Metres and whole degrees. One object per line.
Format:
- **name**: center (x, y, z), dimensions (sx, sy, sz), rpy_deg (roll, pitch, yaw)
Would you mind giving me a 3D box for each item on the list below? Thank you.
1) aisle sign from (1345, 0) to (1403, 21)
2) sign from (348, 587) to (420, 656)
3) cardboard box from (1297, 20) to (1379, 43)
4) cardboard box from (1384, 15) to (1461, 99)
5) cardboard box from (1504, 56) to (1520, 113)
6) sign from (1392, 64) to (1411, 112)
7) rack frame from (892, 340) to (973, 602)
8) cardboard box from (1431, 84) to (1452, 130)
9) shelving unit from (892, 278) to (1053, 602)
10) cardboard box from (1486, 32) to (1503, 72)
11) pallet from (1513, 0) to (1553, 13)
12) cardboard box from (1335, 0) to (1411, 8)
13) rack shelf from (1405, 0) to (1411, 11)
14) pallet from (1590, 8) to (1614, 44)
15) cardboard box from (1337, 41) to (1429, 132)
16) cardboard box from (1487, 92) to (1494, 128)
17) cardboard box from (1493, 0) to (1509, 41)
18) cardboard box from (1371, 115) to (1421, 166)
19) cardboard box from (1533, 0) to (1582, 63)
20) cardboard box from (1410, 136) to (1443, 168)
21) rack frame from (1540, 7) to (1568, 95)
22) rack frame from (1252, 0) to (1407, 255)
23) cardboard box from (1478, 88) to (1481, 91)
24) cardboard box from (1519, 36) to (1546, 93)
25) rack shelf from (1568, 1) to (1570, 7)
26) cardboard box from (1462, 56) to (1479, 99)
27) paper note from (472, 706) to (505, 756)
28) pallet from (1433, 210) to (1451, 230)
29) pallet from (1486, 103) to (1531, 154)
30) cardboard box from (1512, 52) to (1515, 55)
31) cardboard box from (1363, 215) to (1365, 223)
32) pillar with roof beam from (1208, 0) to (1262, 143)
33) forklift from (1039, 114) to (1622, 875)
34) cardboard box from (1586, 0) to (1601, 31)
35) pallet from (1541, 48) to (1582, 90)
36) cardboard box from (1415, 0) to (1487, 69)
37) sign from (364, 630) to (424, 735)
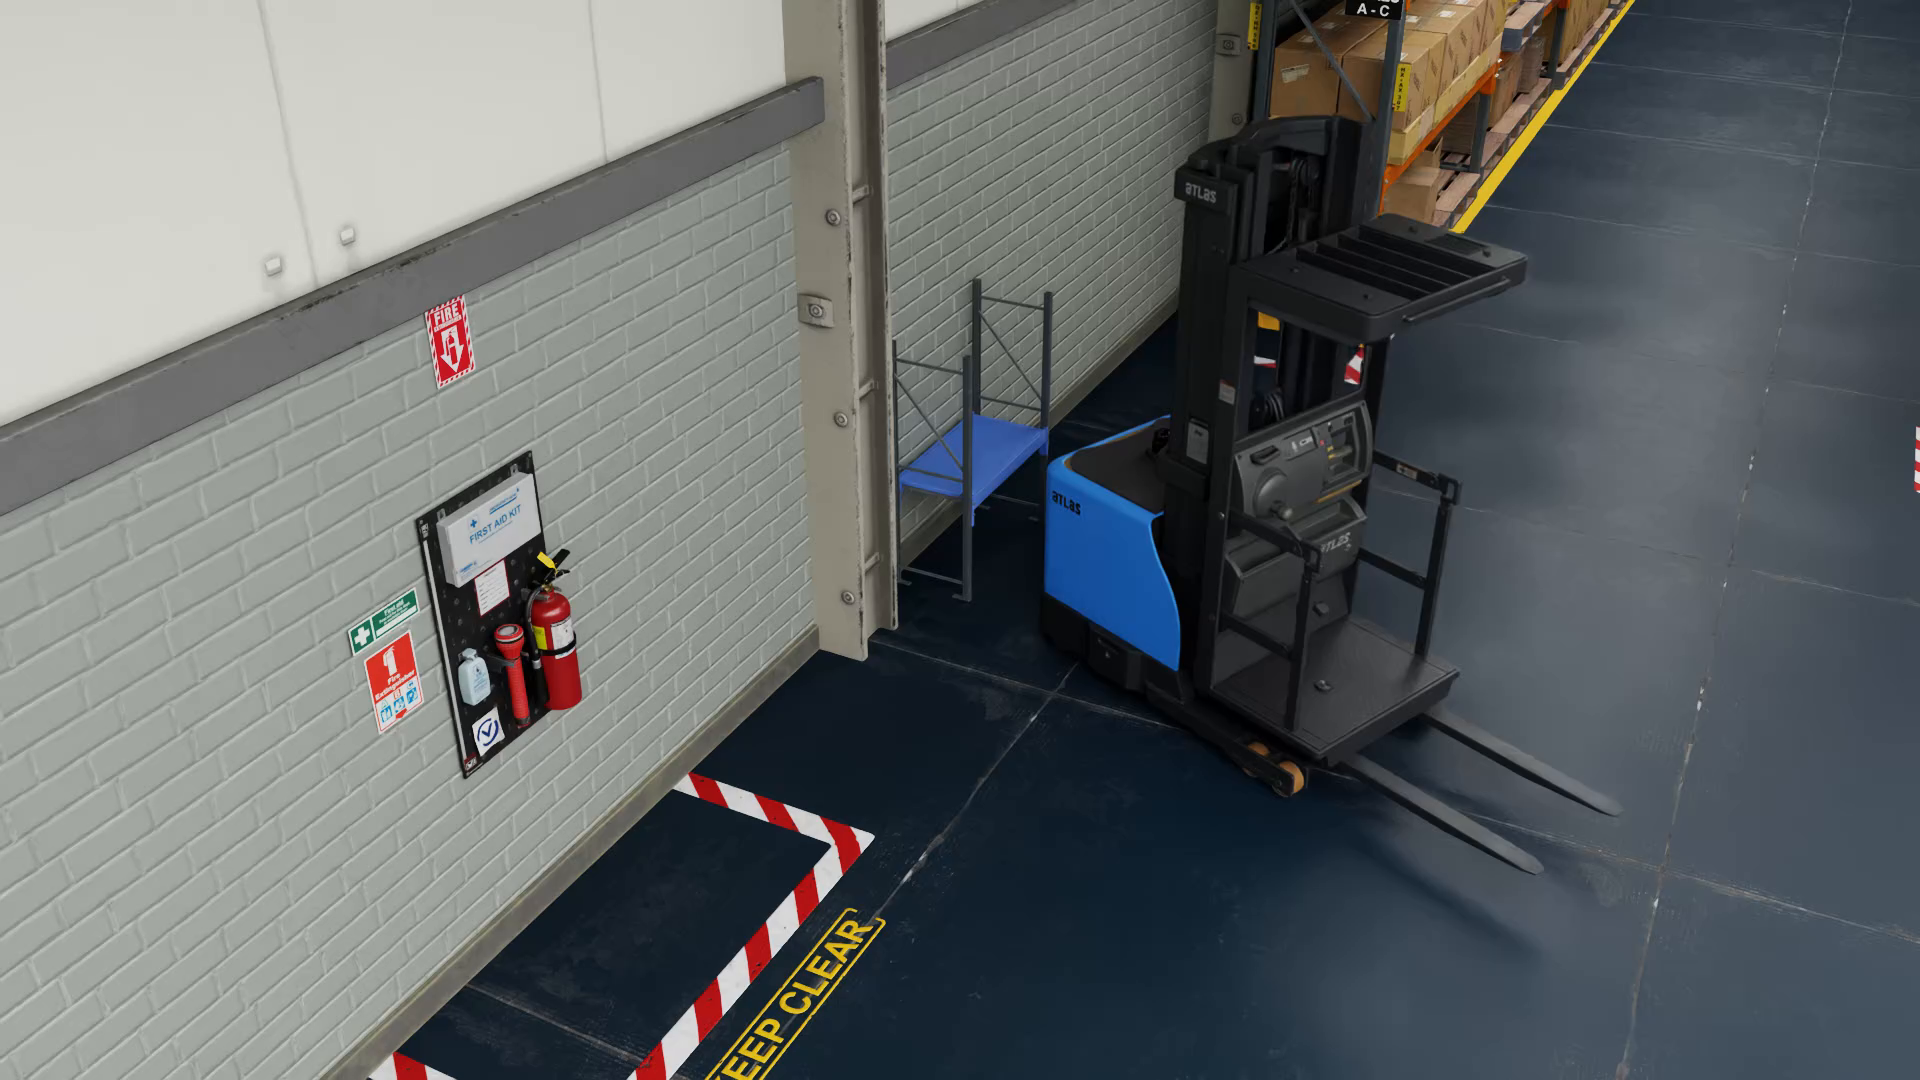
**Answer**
- **aisle sign**: center (2.853, -3.954, 11.303), dimensions (0.394, 0.787, 0.004), rpy_deg (14, 33, 23)
- **sign**: center (-2.059, 0.290, 5.955), dimensions (0.001, 0.109, 0.331), rpy_deg (14, 33, 23)
- **cardboard box**: center (2.882, -3.673, 12.802), dimensions (0.500, 0.500, 0.500), rpy_deg (15, 33, 24)
- **cardboard box**: center (3.578, -3.783, 12.994), dimensions (0.500, 0.500, 0.500), rpy_deg (13, 32, 22)
- **cardboard box**: center (5.442, -4.820, 17.490), dimensions (0.700, 0.500, 0.500), rpy_deg (14, 33, 23)
- **sign**: center (3.102, -3.179, 11.694), dimensions (0.100, 0.325, 0.005), rpy_deg (14, 33, 23)
- **rack frame**: center (-0.163, -0.363, 9.166), dimensions (0.500, 1.500, 0.032), rpy_deg (14, 33, 23)
- **cardboard box**: center (3.585, -3.472, 13.205), dimensions (0.500, 0.250, 0.500), rpy_deg (14, 33, 23)
- **shelving unit**: center (0.070, -0.588, 9.558), dimensions (0.538, 1.500, 1.048), rpy_deg (14, 33, 23)
- **cardboard box**: center (4.495, -4.364, 14.759), dimensions (0.500, 0.250, 0.500), rpy_deg (14, 33, 23)
- **pallet**: center (5.397, -5.503, 16.803), dimensions (1.003, 0.211, 1.213), rpy_deg (14, 33, 23)
- **cardboard box**: center (3.343, -4.127, 13.592), dimensions (0.500, 0.500, 0.500), rpy_deg (15, 33, 24)
- **rack shelf**: center (3.530, -4.802, 13.100), dimensions (1.077, 0.370, 4.000), rpy_deg (14, 33, 23)
- **pallet**: center (7.801, -6.678, 21.457), dimensions (1.003, 0.211, 1.213), rpy_deg (14, 33, 23)
- **cardboard box**: center (3.103, -3.339, 12.220), dimensions (0.500, 0.500, 0.500), rpy_deg (14, 33, 23)
- **cardboard box**: center (4.952, -4.377, 16.718), dimensions (0.700, 0.500, 0.500), rpy_deg (14, 33, 22)
- **cardboard box**: center (4.501, -4.689, 14.571), dimensions (0.500, 0.500, 0.500), rpy_deg (14, 33, 23)
- **cardboard box**: center (3.123, -3.014, 12.408), dimensions (0.500, 0.250, 0.500), rpy_deg (13, 32, 22)
- **cardboard box**: center (6.715, -6.019, 19.247), dimensions (0.750, 0.750, 0.750), rpy_deg (14, 33, 23)
- **cardboard box**: center (4.003, -3.337, 14.908), dimensions (0.500, 0.500, 0.500), rpy_deg (12, 32, 20)
- **rack frame**: center (6.263, -6.473, 18.300), dimensions (1.000, 3.000, 0.127), rpy_deg (14, 33, 23)
- **rack frame**: center (2.618, -2.926, 12.124), dimensions (1.000, 3.000, 0.127), rpy_deg (14, 33, 23)
- **cardboard box**: center (4.959, -4.658, 16.454), dimensions (0.500, 0.250, 0.500), rpy_deg (14, 33, 22)
- **cardboard box**: center (5.981, -5.249, 18.236), dimensions (0.700, 0.500, 0.500), rpy_deg (15, 33, 24)
- **rack shelf**: center (7.174, -7.047, 20.023), dimensions (1.077, 0.370, 4.000), rpy_deg (14, 33, 23)
- **cardboard box**: center (4.045, -3.919, 13.983), dimensions (0.500, 0.250, 0.500), rpy_deg (14, 33, 23)
- **paper note**: center (-1.868, 0.759, 6.592), dimensions (0.016, 0.148, 0.142), rpy_deg (14, 33, 23)
- **pallet**: center (3.612, -2.642, 14.429), dimensions (1.003, 0.211, 1.213), rpy_deg (14, 33, 23)
- **pallet**: center (5.349, -4.379, 17.453), dimensions (1.003, 0.211, 1.213), rpy_deg (14, 33, 23)
- **cardboard box**: center (5.666, -5.335, 17.634), dimensions (0.500, 0.250, 0.500), rpy_deg (15, 33, 24)
- **cardboard box**: center (3.273, -2.490, 13.623), dimensions (0.500, 0.311, 0.500), rpy_deg (17, 34, 27)
- **pillar with roof beam**: center (6.000, -5.058, 9.812), dimensions (9.100, 9.000, 0.400), rpy_deg (14, 33, 23)
- **forklift**: center (1.758, -0.334, 7.679), dimensions (1.130, 2.935, 3.031), rpy_deg (-22, 37, -34)
- **cardboard box**: center (7.502, -6.784, 20.578), dimensions (0.750, 0.750, 0.750), rpy_deg (15, 33, 25)
- **pallet**: center (6.689, -5.596, 19.573), dimensions (1.003, 0.211, 1.213), rpy_deg (14, 33, 23)
- **cardboard box**: center (4.039, -4.245, 13.798), dimensions (0.500, 0.500, 0.500), rpy_deg (13, 32, 22)
- **sign**: center (-2.069, 0.520, 6.087), dimensions (0.001, 0.329, 0.234), rpy_deg (14, 33, 23)
